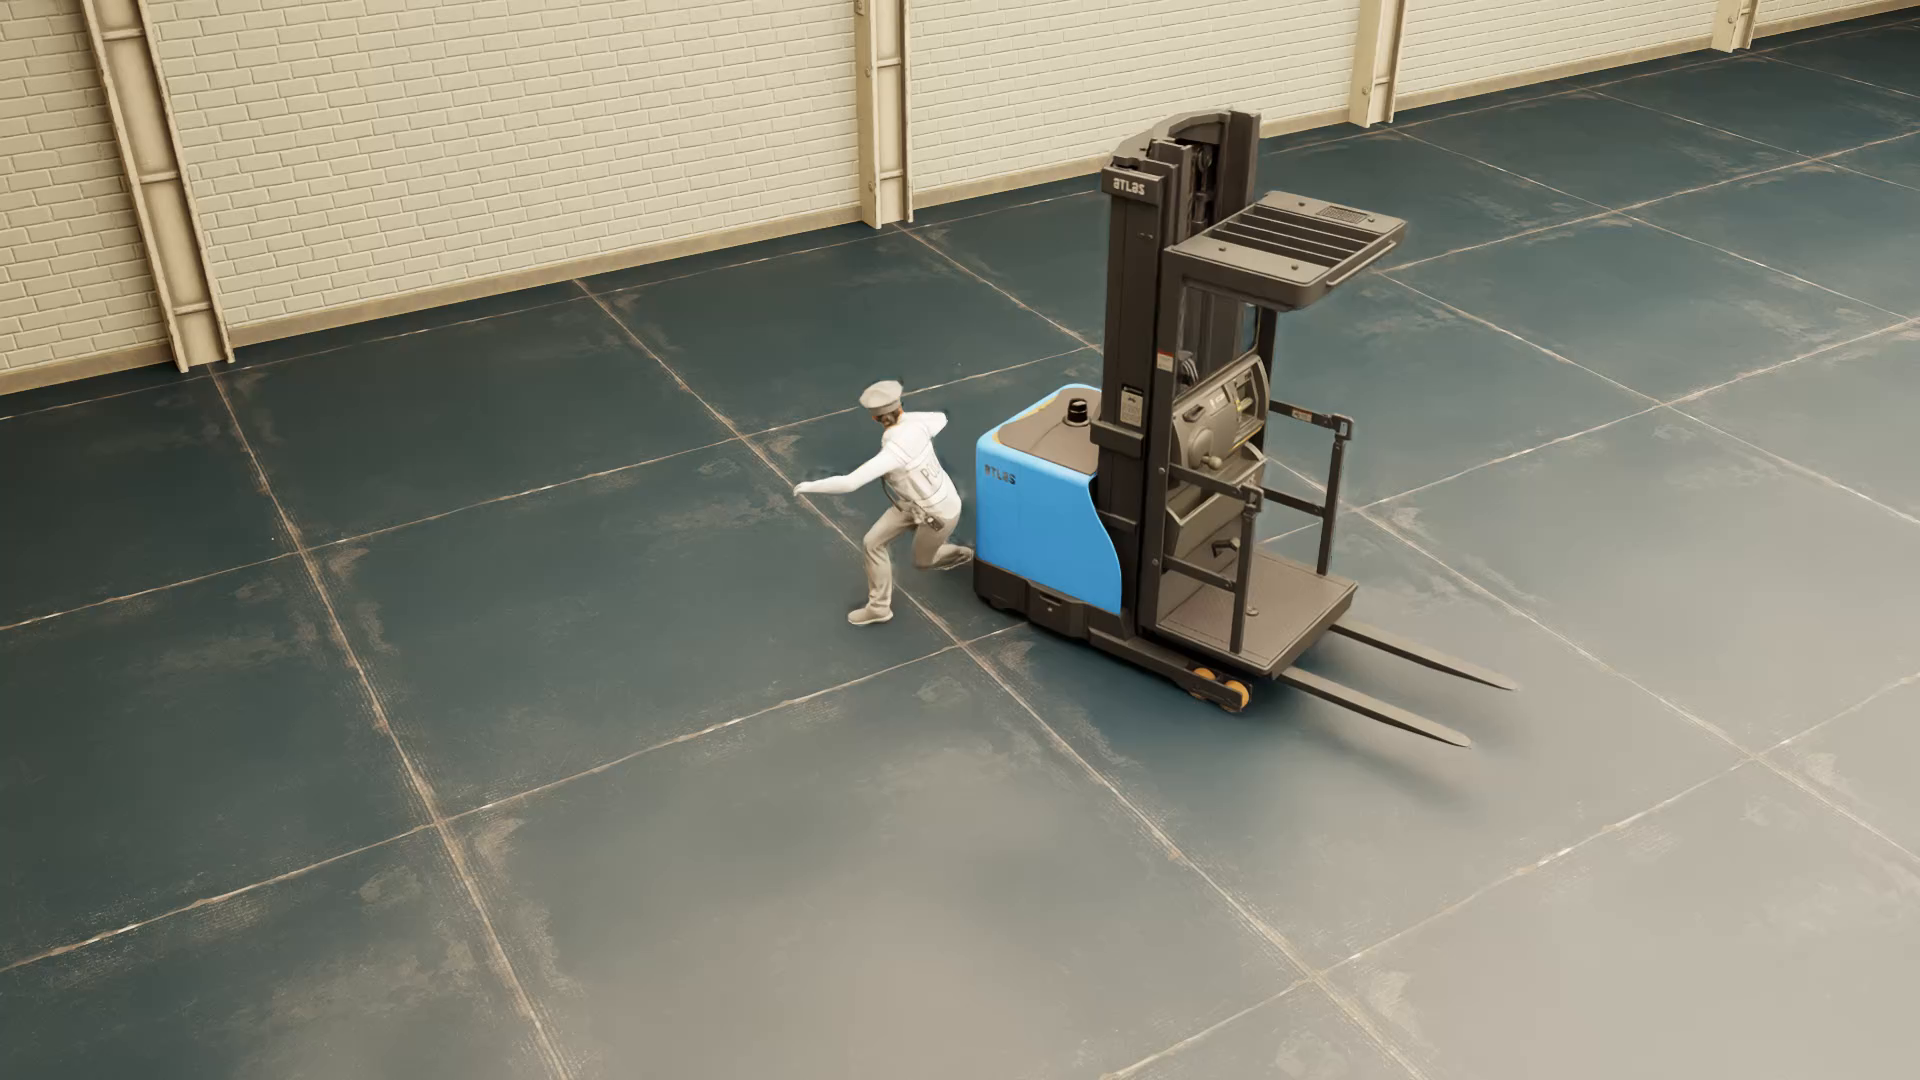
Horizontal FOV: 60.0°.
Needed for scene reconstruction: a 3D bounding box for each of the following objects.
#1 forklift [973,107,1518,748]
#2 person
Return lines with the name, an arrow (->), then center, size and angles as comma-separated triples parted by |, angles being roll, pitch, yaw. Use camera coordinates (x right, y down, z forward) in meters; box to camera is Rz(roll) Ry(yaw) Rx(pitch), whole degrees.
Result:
forklift -> 1.552, -0.640, 8.716 | 3.031, 2.935, 1.130 | 22, 37, 32
person -> -0.422, -0.262, 9.547 | 1.065, 1.464, 0.821 | -4, 31, -6
